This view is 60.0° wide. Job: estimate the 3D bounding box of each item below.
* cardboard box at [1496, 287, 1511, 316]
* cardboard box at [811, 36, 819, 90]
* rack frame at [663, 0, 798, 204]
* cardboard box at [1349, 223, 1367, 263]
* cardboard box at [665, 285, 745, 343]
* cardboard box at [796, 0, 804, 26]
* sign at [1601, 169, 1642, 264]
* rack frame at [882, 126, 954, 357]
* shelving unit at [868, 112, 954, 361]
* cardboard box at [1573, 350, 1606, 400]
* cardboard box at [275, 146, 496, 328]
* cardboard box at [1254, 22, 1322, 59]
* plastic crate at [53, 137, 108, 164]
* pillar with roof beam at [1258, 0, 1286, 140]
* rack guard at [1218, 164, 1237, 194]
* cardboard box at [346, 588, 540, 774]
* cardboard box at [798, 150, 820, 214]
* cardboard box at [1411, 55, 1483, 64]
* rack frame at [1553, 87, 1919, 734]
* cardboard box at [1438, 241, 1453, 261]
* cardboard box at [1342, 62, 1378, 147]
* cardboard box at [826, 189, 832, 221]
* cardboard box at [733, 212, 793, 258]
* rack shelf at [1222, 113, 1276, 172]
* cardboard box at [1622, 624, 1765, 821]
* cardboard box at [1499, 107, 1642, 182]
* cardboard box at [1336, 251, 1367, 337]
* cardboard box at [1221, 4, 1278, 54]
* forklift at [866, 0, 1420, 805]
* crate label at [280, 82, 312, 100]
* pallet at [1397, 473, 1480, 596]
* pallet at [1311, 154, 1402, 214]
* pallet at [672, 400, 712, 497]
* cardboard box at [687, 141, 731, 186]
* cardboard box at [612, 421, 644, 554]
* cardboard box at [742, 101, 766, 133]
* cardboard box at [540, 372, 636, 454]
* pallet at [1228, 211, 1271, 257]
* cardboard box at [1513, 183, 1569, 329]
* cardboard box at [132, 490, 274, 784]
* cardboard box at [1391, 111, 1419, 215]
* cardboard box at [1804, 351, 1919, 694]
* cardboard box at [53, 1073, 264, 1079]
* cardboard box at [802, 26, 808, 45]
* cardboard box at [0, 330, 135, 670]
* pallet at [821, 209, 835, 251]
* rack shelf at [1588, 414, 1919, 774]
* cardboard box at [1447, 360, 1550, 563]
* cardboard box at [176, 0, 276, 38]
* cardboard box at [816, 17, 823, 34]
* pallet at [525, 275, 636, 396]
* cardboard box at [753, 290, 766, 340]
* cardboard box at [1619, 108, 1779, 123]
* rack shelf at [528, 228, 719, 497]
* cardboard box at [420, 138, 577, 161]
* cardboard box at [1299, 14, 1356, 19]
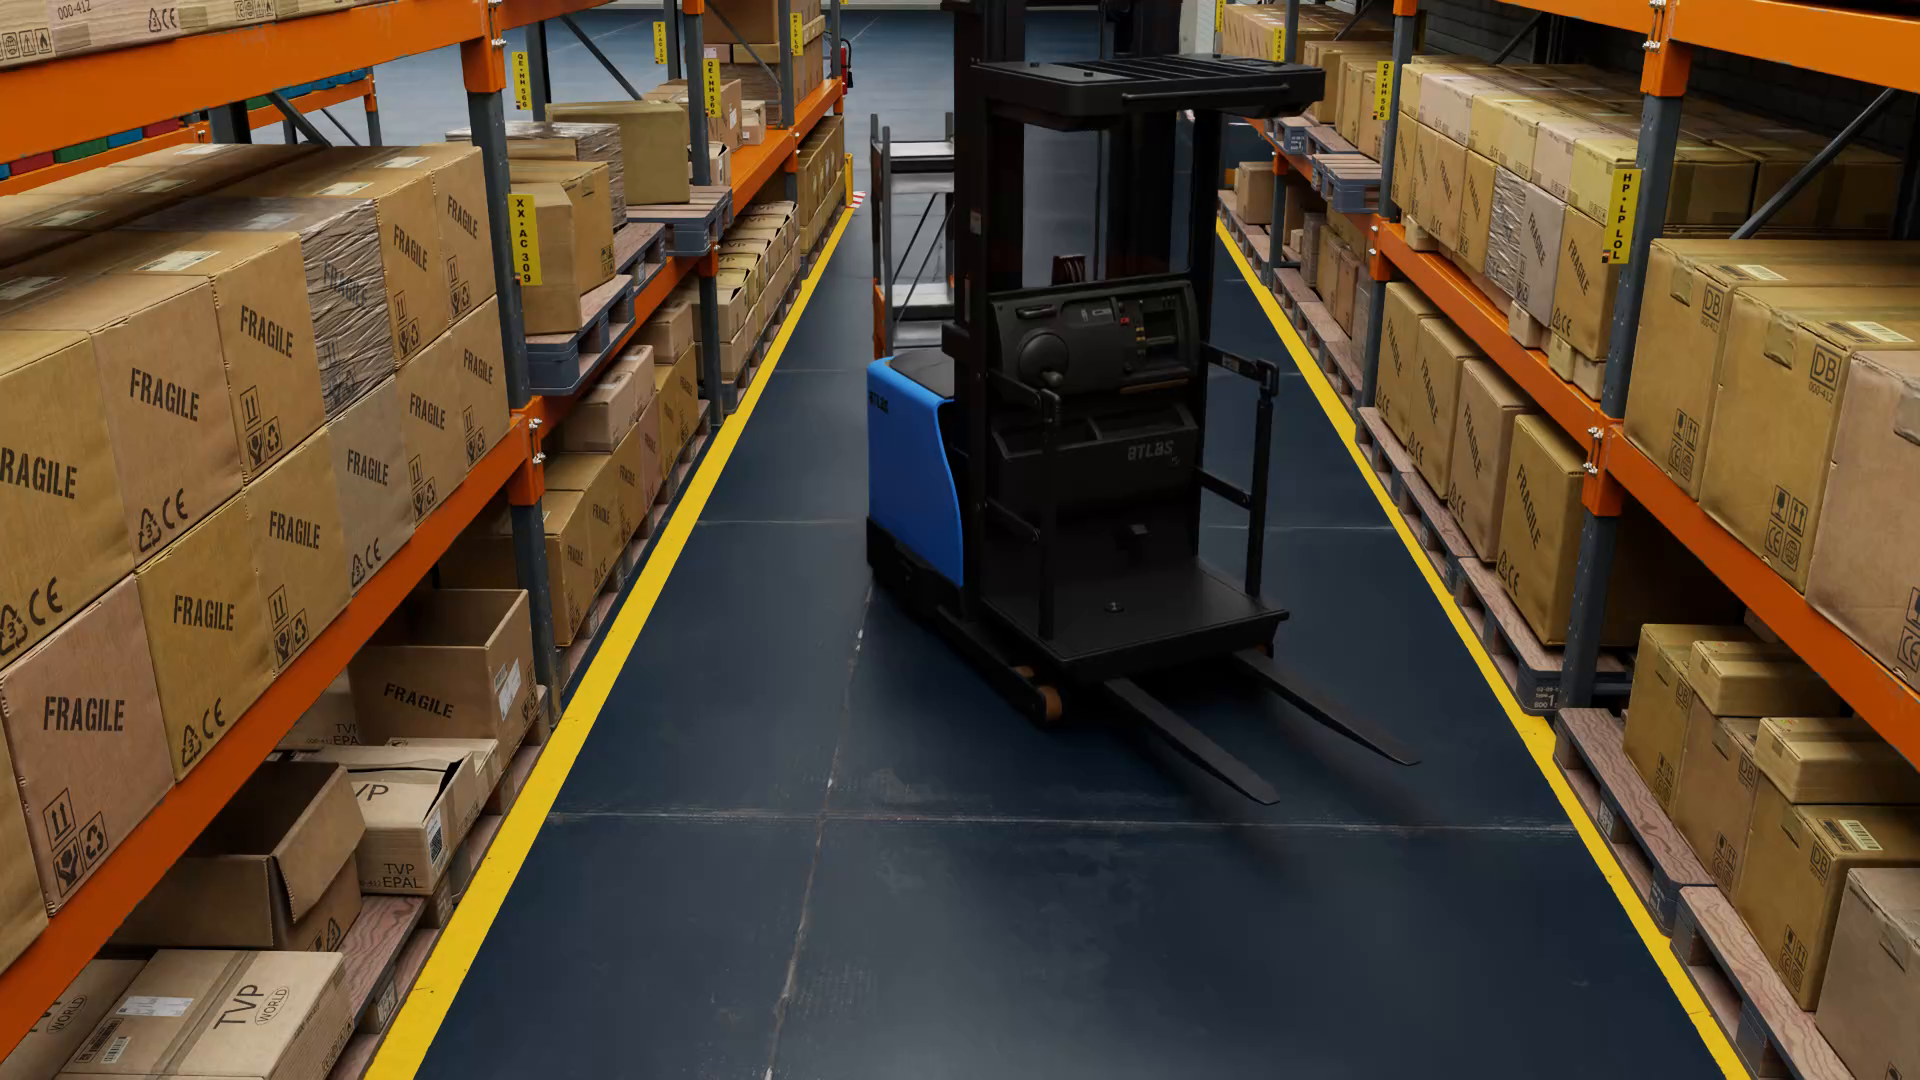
[{"bbox_3d":[2.658,-1.096,7.526,0.380,0.149,0.250,0,21,0],"label":"cardboard box"},{"bbox_3d":[-1.777,-4.699,16.355,0.700,0.500,0.500,1,21,3],"label":"cardboard box"},{"bbox_3d":[-1.860,-3.565,13.570,1.000,3.000,0.127,1,21,2],"label":"rack frame"},{"bbox_3d":[3.030,-2.107,11.624,0.500,0.250,0.500,1,21,1],"label":"cardboard box"},{"bbox_3d":[-1.672,-1.480,10.643,0.500,0.311,0.500,1,21,3],"label":"cardboard box"},{"bbox_3d":[-1.807,-4.921,15.134,0.700,0.500,0.500,1,21,2],"label":"cardboard box"},{"bbox_3d":[2.305,-1.125,5.790,0.100,0.325,0.005,1,21,2],"label":"sign"},{"bbox_3d":[-0.158,-0.922,8.003,0.400,2.100,0.015,-3,21,-8],"label":"rack frame"},{"bbox_3d":[-0.197,-1.010,8.228,0.431,2.100,0.503,-3,21,-8],"label":"shelving unit"},{"bbox_3d":[2.575,-0.637,6.343,0.380,0.149,0.250,1,21,2],"label":"cardboard box"},{"bbox_3d":[-1.860,-1.000,5.438,0.500,0.500,0.500,1,21,2],"label":"cardboard box"},{"bbox_3d":[2.806,-4.156,14.236,0.500,0.500,0.500,1,21,1],"label":"cardboard box"},{"bbox_3d":[-6.582,-2.889,12.122,0.450,0.188,0.662,1,21,2],"label":"plastic crate"},{"bbox_3d":[-0.064,-9.709,21.112,9.100,9.000,0.400,1,21,2],"label":"pillar with roof beam"},{"bbox_3d":[3.211,-3.765,17.542,1.175,0.500,0.348,1,21,2],"label":"rack guard"},{"bbox_3d":[-1.837,0.497,5.949,0.500,0.500,0.500,1,21,2],"label":"cardboard box"},{"bbox_3d":[-1.526,-3.174,14.745,0.500,0.500,0.500,1,21,2],"label":"cardboard box"},{"bbox_3d":[2.945,-2.861,10.113,0.380,0.149,0.250,-3,21,-7],"label":"cardboard box"},{"bbox_3d":[2.848,-0.619,5.978,1.000,3.000,0.127,1,21,2],"label":"rack frame"},{"bbox_3d":[2.735,-1.563,8.730,0.380,0.149,0.250,0,21,1],"label":"cardboard box"},{"bbox_3d":[2.990,-2.938,11.208,0.700,0.500,0.500,1,21,2],"label":"cardboard box"},{"bbox_3d":[-1.493,-3.186,15.813,0.500,0.250,0.500,1,21,2],"label":"cardboard box"},{"bbox_3d":[-1.595,-2.403,13.020,0.500,0.311,0.500,1,21,3],"label":"cardboard box"},{"bbox_3d":[3.152,-3.900,15.427,1.077,0.370,4.000,1,21,2],"label":"rack shelf"},{"bbox_3d":[2.723,0.619,5.661,0.700,0.500,0.500,1,21,2],"label":"cardboard box"},{"bbox_3d":[2.647,-1.704,7.161,0.500,0.250,0.500,1,21,3],"label":"cardboard box"},{"bbox_3d":[3.058,-1.731,11.691,0.700,0.500,0.500,1,21,1],"label":"cardboard box"},{"bbox_3d":[2.898,-5.078,16.612,0.500,0.500,0.500,1,21,2],"label":"cardboard box"},{"bbox_3d":[0.660,-0.810,6.565,1.130,2.935,3.031,-10,23,-25],"label":"forklift"},{"bbox_3d":[-6.475,-4.415,15.712,0.502,0.435,0.616,1,21,2],"label":"crate label"},{"bbox_3d":[2.831,-0.041,8.344,1.003,0.211,1.213,1,21,2],"label":"pallet"},{"bbox_3d":[2.885,-2.235,10.408,1.213,0.211,1.003,1,21,2],"label":"pallet"},{"bbox_3d":[-2.042,-0.549,9.653,1.003,0.211,1.213,1,21,2],"label":"pallet"},{"bbox_3d":[-1.761,-2.398,10.687,0.500,0.311,0.500,0,21,1],"label":"cardboard box"},{"bbox_3d":[-1.817,-0.258,7.895,0.500,0.500,0.500,1,21,2],"label":"cardboard box"},{"bbox_3d":[-1.831,-3.317,13.137,0.500,0.250,0.500,2,21,5],"label":"cardboard box"},{"bbox_3d":[-1.815,-0.596,7.728,0.500,0.250,0.500,1,21,2],"label":"cardboard box"},{"bbox_3d":[3.111,-2.897,15.704,1.003,0.211,1.213,1,21,2],"label":"pallet"},{"bbox_3d":[2.616,-1.168,6.816,0.500,0.500,0.500,1,21,2],"label":"cardboard box"},{"bbox_3d":[-1.919,0.202,3.725,0.500,0.500,0.500,1,21,1],"label":"cardboard box"},{"bbox_3d":[2.699,-2.087,9.185,0.500,0.500,0.500,1,21,3],"label":"cardboard box"},{"bbox_3d":[2.775,-0.036,4.061,0.980,0.700,0.700,0,21,-1],"label":"cardboard box"},{"bbox_3d":[-1.910,1.476,3.770,0.500,0.250,0.500,1,21,2],"label":"cardboard box"},{"bbox_3d":[-1.605,-4.659,15.355,0.380,0.149,0.250,0,21,1],"label":"cardboard box"},{"bbox_3d":[-1.940,-0.086,3.082,0.500,0.500,0.500,1,21,2],"label":"cardboard box"},{"bbox_3d":[-1.760,-2.994,15.954,1.003,0.211,1.213,1,21,2],"label":"pallet"},{"bbox_3d":[2.787,0.439,4.245,1.077,0.370,4.000,1,21,2],"label":"rack shelf"},{"bbox_3d":[2.762,-0.371,7.729,0.750,0.750,0.750,1,21,3],"label":"cardboard box"},{"bbox_3d":[-1.905,-1.280,3.742,0.500,0.250,0.500,1,21,2],"label":"cardboard box"},{"bbox_3d":[-1.566,-5.125,16.557,0.380,0.149,0.250,1,21,3],"label":"cardboard box"},{"bbox_3d":[-1.970,-0.871,6.892,1.003,0.211,1.213,1,21,2],"label":"pallet"},{"bbox_3d":[-1.648,-1.589,11.697,0.500,0.250,0.500,0,21,0],"label":"cardboard box"},{"bbox_3d":[3.142,-1.698,7.144,0.500,0.250,0.500,0,21,0],"label":"cardboard box"},{"bbox_3d":[-2.043,-1.060,8.109,1.077,0.370,4.000,1,21,2],"label":"rack shelf"},{"bbox_3d":[-2.111,-1.554,7.669,0.700,0.500,0.500,-5,22,-12],"label":"cardboard box"},{"bbox_3d":[3.359,-4.523,15.183,0.500,0.500,0.500,1,21,2],"label":"cardboard box"}]
